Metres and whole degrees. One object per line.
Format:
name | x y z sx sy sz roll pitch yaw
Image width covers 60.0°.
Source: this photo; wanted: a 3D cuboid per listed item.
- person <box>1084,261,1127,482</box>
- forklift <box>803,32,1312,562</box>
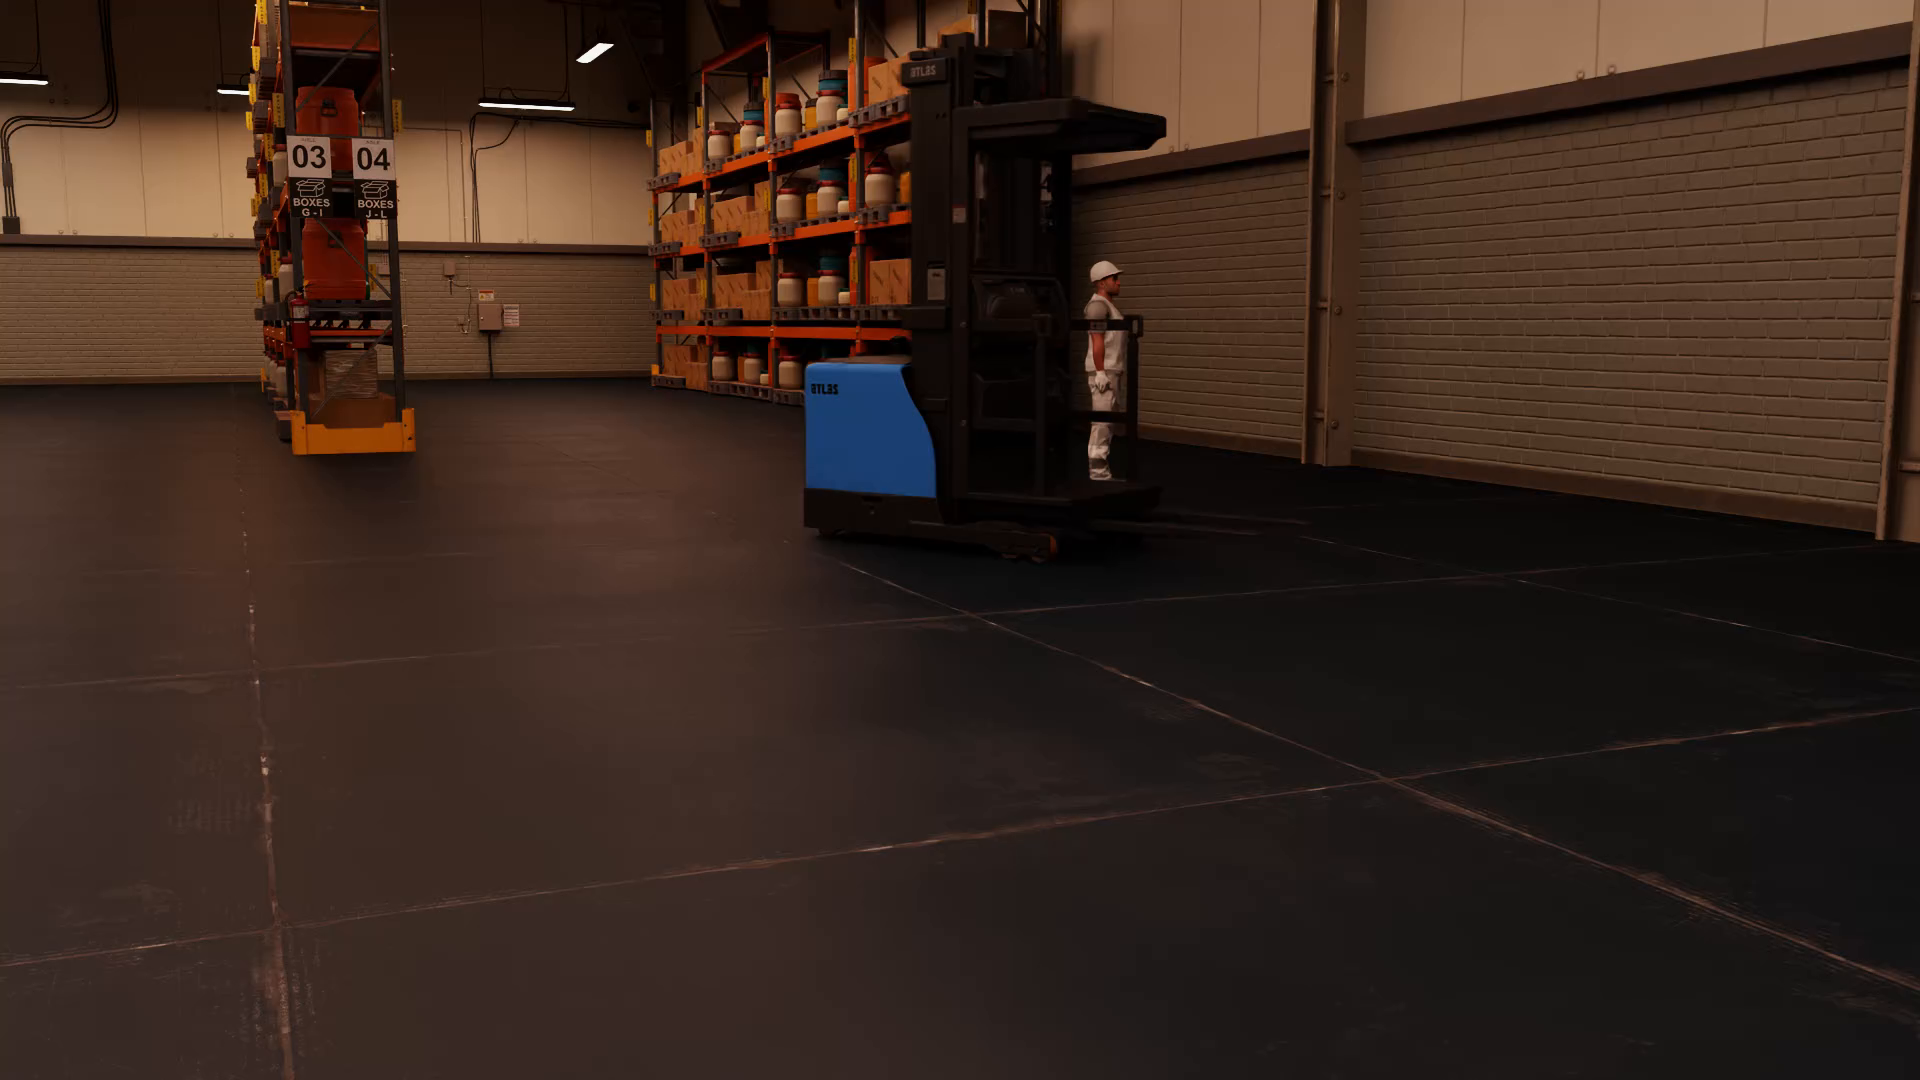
person | 1.172 -1.296 13.141 0.367 1.795 0.525 1 8 11
forklift | 0.523 -1.407 9.611 3.031 2.935 1.130 5 9 36
